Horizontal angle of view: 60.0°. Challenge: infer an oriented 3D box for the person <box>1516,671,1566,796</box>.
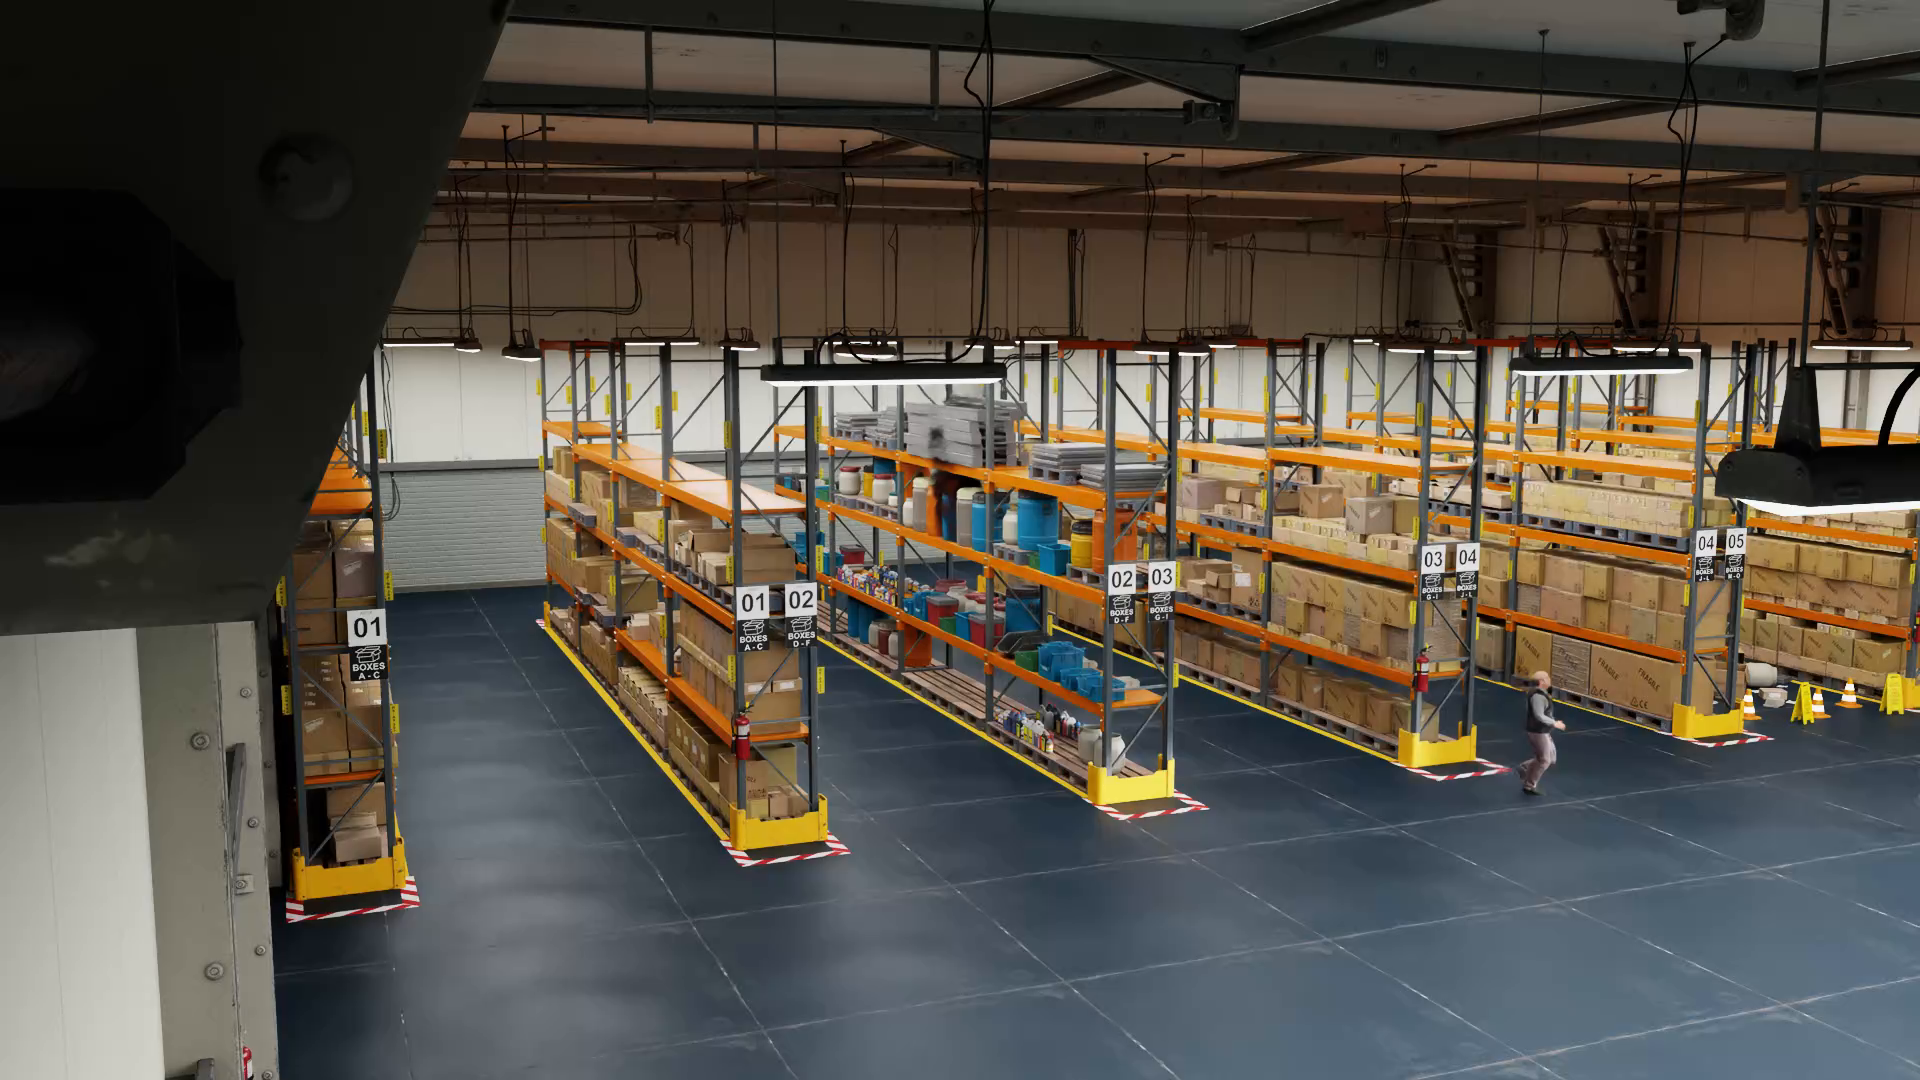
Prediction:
[{"bbox_3d":[7.839,2.596,22.431,0.601,1.695,0.707,2,8,15],"label":"person"}]
